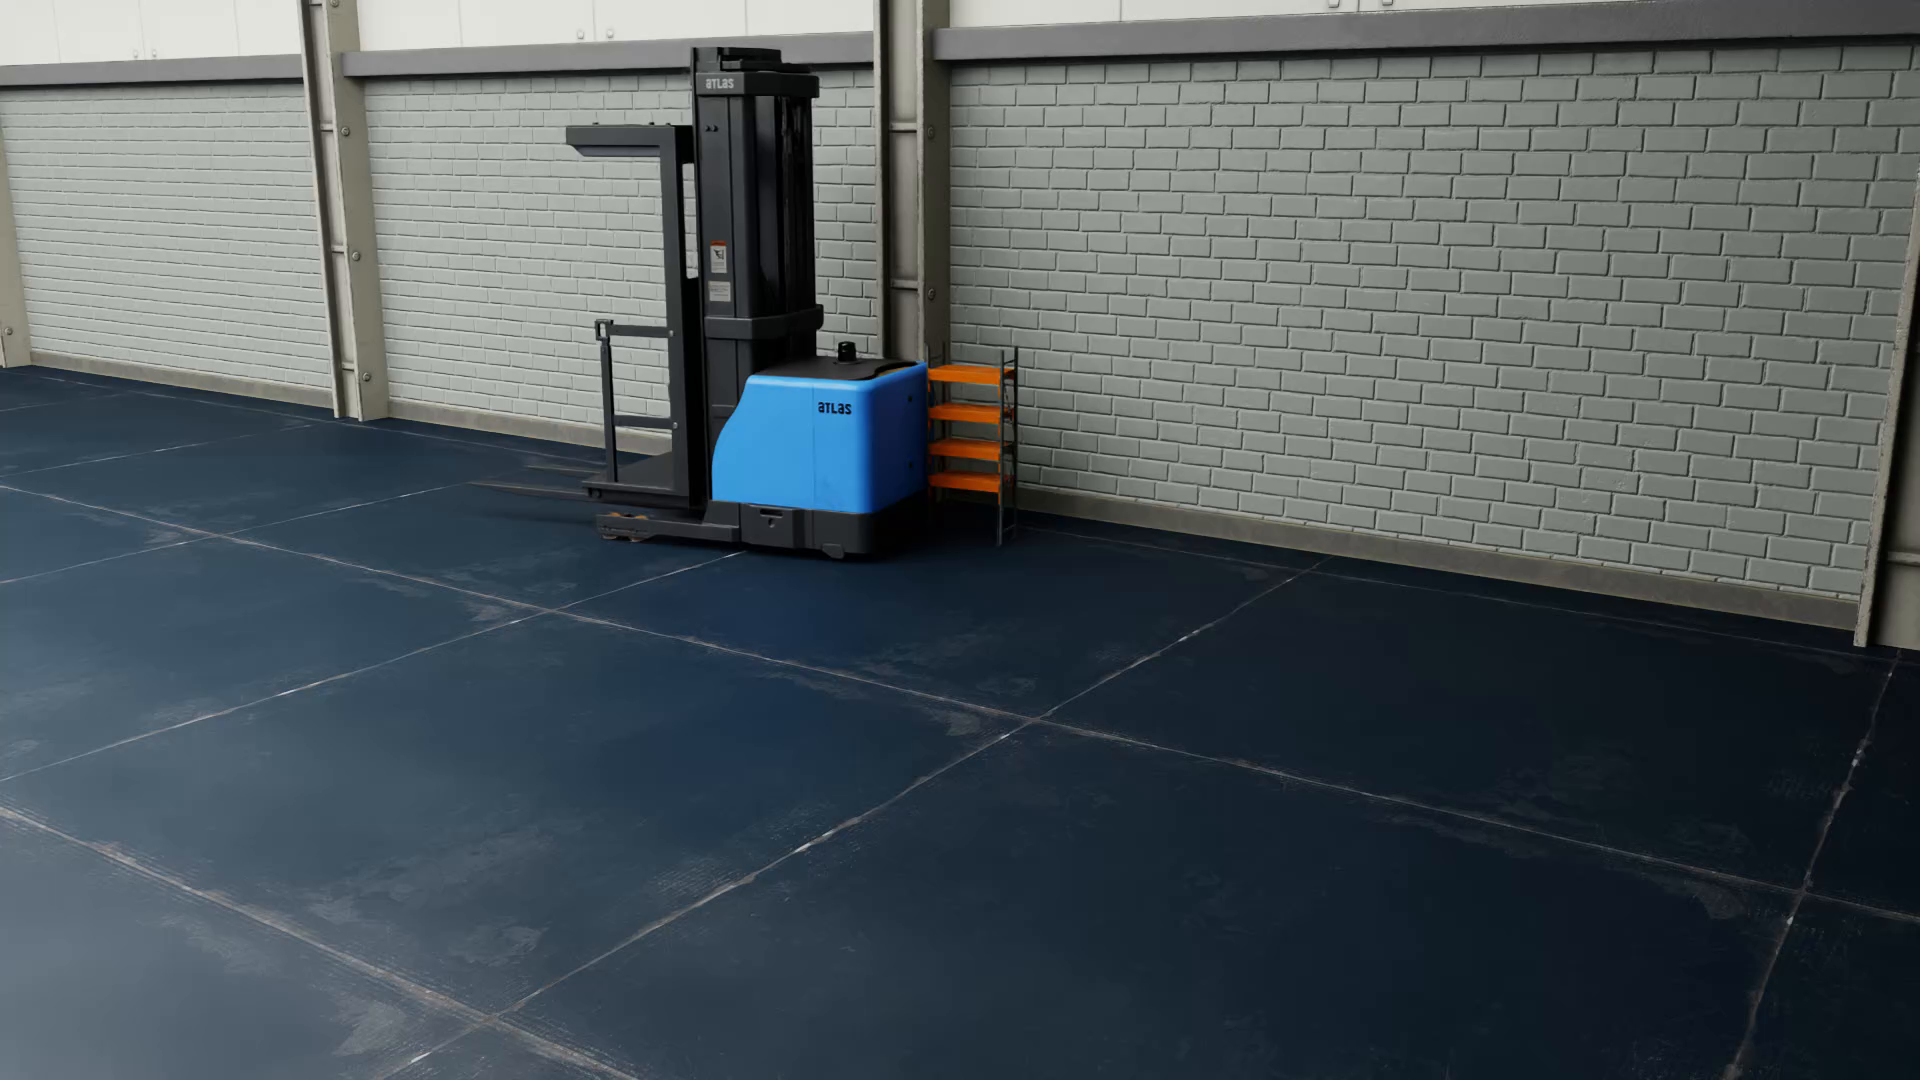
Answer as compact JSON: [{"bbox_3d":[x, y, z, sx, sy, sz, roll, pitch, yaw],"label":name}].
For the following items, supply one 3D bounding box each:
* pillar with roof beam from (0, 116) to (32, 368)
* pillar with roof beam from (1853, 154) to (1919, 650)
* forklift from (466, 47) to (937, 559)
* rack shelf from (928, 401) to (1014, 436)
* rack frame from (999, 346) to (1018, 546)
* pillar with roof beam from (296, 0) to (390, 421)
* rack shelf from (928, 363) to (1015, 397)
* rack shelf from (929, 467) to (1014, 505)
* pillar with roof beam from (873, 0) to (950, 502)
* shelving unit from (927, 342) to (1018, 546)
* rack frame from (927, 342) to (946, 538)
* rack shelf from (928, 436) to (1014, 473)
[{"bbox_3d":[-12.672,-5.407,13.438,0.400,9.000,9.100,9,17,33],"label":"pillar with roof beam"},{"bbox_3d":[2.263,-2.993,3.687,0.400,9.000,9.100,9,17,33],"label":"pillar with roof beam"},{"bbox_3d":[-1.714,-1.517,10.353,3.031,2.935,1.130,6,15,21],"label":"forklift"},{"bbox_3d":[0.075,-0.747,10.192,0.480,0.148,0.258,6,15,24],"label":"rack shelf"},{"bbox_3d":[0.297,-0.570,10.130,0.015,1.200,0.240,6,15,24],"label":"rack frame"},{"bbox_3d":[-7.694,-4.602,10.188,0.400,9.000,9.100,9,17,33],"label":"pillar with roof beam"},{"bbox_3d":[0.075,-0.976,10.135,0.480,0.148,0.258,6,15,24],"label":"rack shelf"},{"bbox_3d":[0.075,-0.337,10.293,0.480,0.148,0.258,6,15,24],"label":"rack shelf"},{"bbox_3d":[-2.715,-3.798,6.937,0.400,9.000,9.100,9,17,33],"label":"pillar with roof beam"},{"bbox_3d":[0.075,-0.595,10.229,0.503,1.200,0.258,6,15,24],"label":"shelving unit"},{"bbox_3d":[-0.146,-0.620,10.329,0.015,1.200,0.240,6,15,24],"label":"rack frame"},{"bbox_3d":[0.075,-0.530,10.245,0.480,0.148,0.258,6,15,24],"label":"rack shelf"}]
